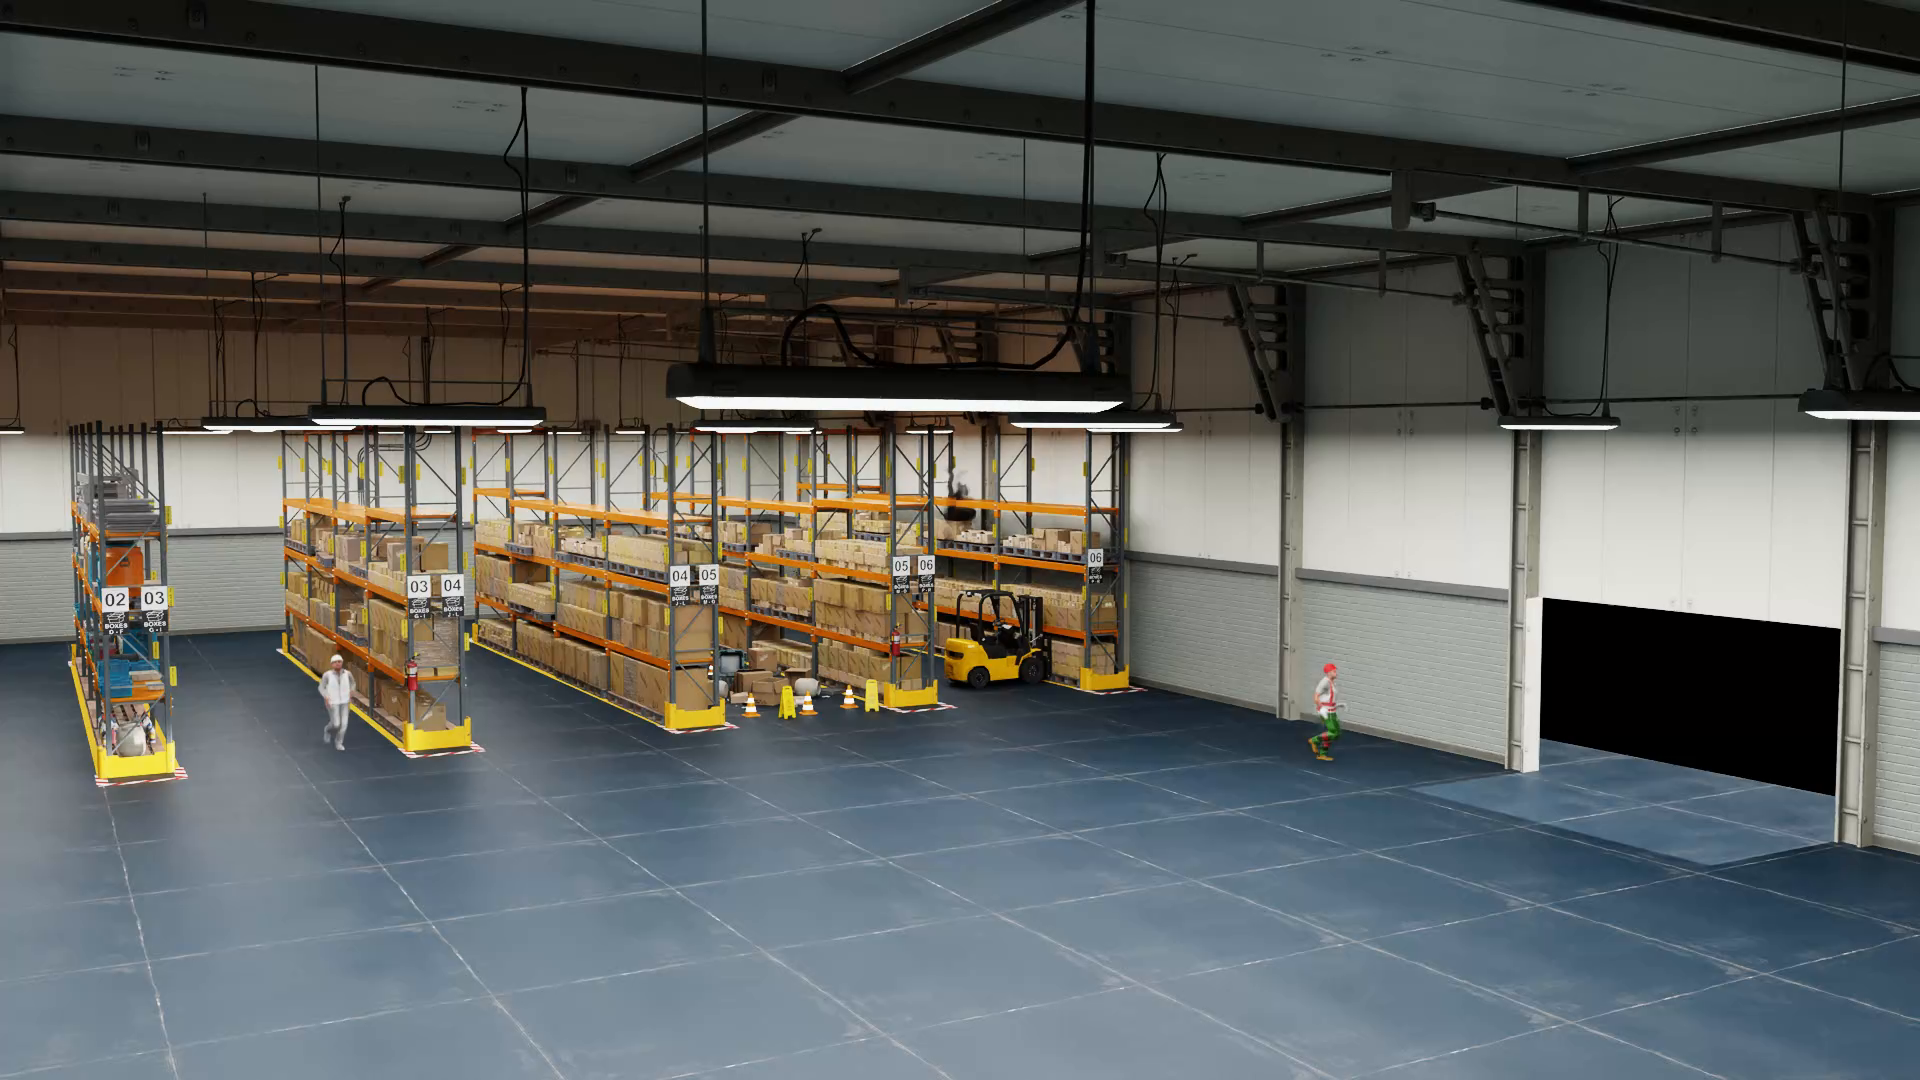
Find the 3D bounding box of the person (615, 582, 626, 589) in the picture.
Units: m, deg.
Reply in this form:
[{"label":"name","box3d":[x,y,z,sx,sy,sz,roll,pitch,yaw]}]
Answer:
[{"label":"person","box3d":[-10.231,1.784,50.116,0.610,1.723,0.665,-2,4,-23]}]

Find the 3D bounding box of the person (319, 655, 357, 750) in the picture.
[{"label":"person","box3d":[-11.413,2.974,30.552,0.656,1.746,0.621,-2,4,-33]}]

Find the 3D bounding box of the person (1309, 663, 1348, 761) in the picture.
[{"label":"person","box3d":[6.510,3.044,29.379,0.634,1.733,0.659,2,4,29]}]
